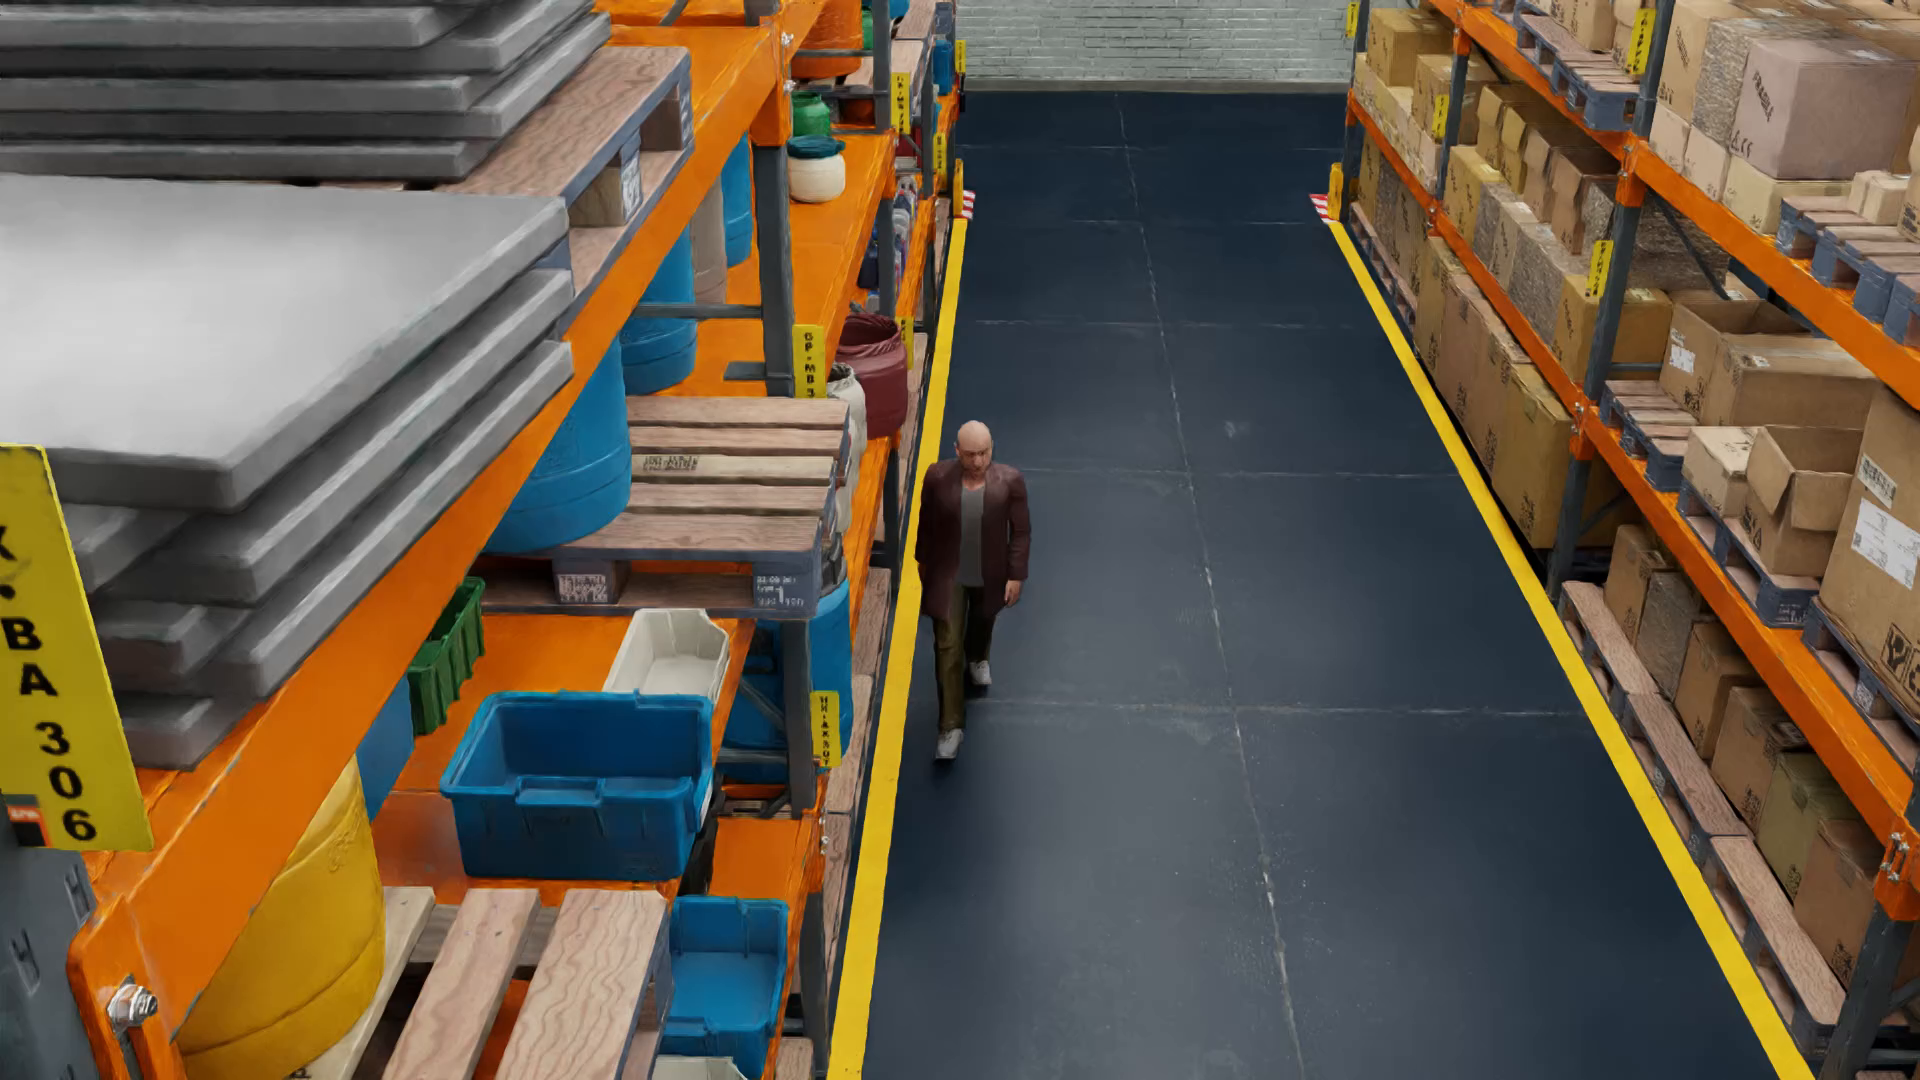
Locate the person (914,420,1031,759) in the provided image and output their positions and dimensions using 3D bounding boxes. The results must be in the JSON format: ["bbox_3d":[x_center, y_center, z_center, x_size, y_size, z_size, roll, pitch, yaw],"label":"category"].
[{"bbox_3d":[0.067,0.170,8.557,0.595,1.701,1.152,-1,28,-3],"label":"person"}]
